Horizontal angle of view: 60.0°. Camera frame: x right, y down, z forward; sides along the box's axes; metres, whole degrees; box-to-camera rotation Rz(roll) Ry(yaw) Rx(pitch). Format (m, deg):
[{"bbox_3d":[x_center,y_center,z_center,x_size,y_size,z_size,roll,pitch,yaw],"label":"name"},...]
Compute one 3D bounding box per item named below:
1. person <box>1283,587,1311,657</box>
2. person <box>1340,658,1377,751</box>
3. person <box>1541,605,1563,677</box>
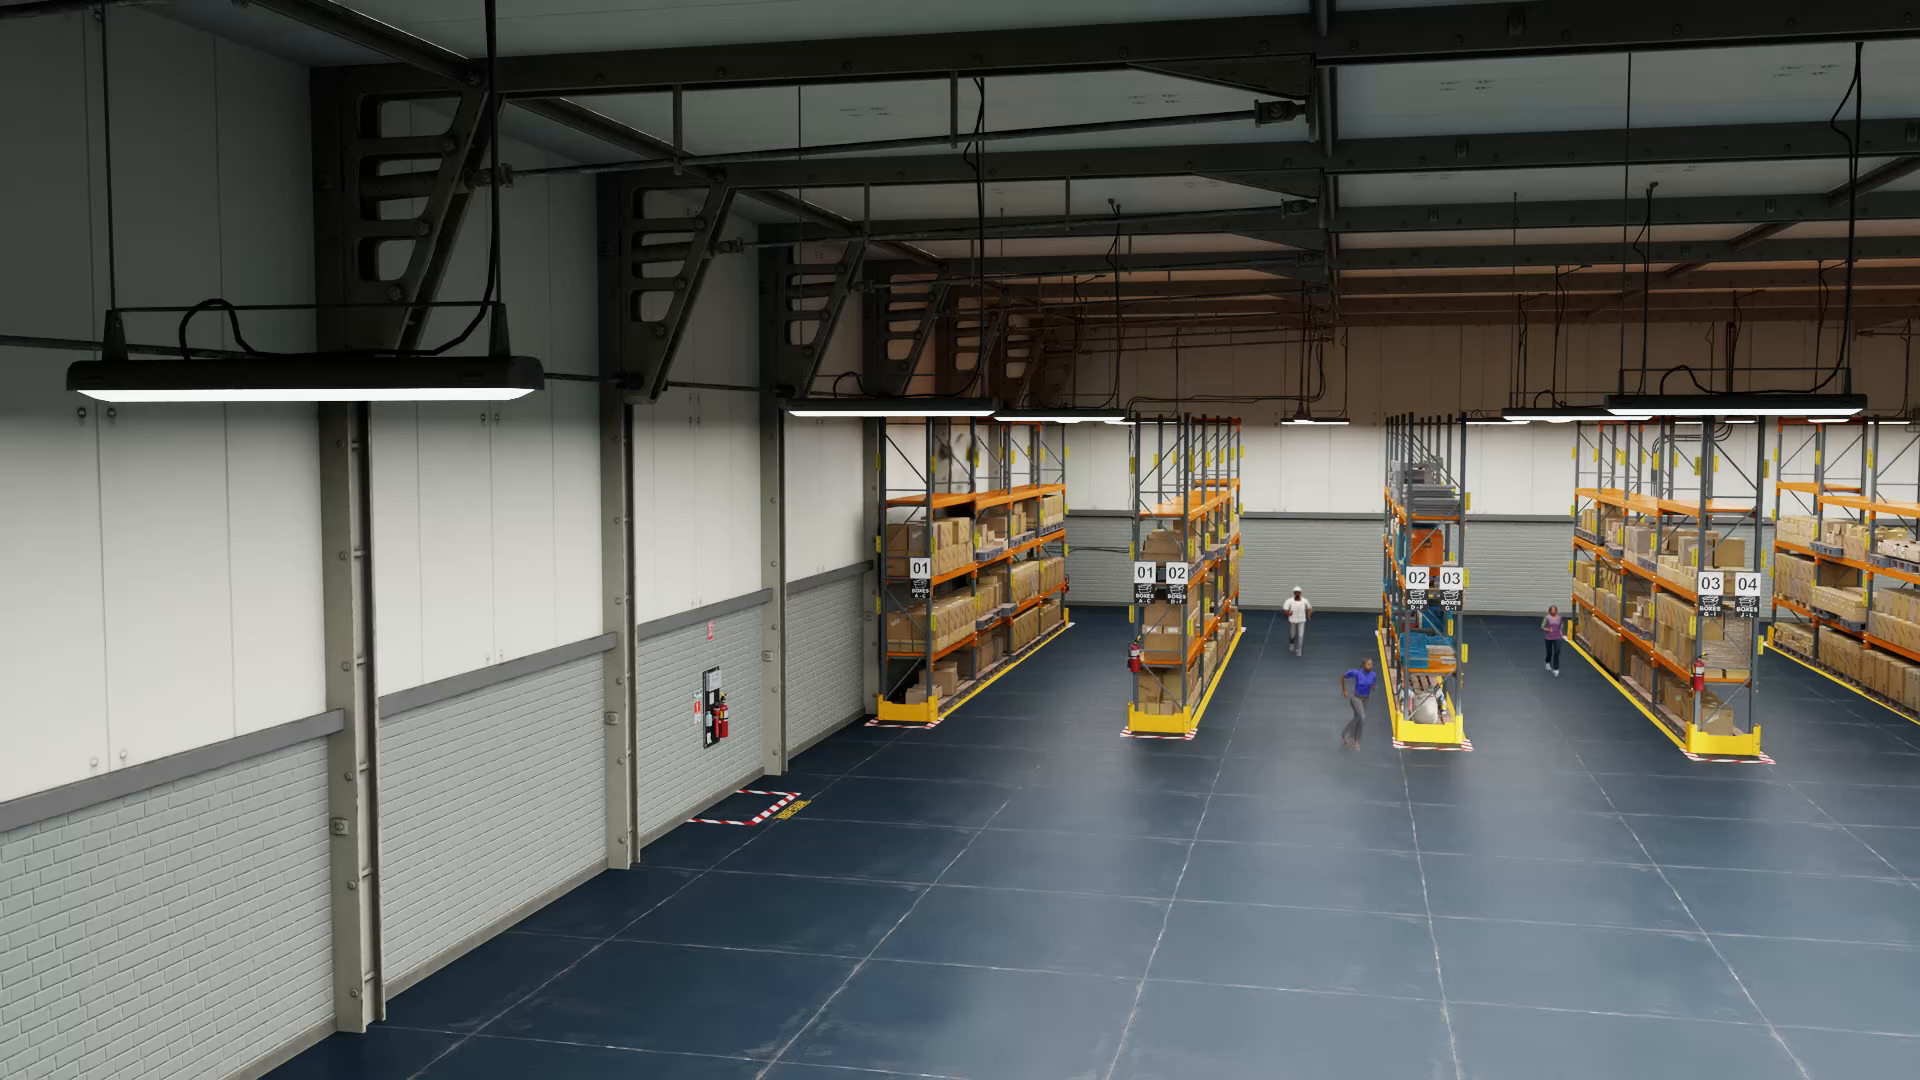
[{"bbox_3d":[8.464,2.040,41.703,0.714,1.733,0.791,0,4,6],"label":"person"},{"bbox_3d":[7.125,2.933,29.725,0.569,1.706,0.804,-2,4,-25],"label":"person"},{"bbox_3d":[13.725,2.308,38.522,0.537,1.609,0.852,1,4,8],"label":"person"}]
